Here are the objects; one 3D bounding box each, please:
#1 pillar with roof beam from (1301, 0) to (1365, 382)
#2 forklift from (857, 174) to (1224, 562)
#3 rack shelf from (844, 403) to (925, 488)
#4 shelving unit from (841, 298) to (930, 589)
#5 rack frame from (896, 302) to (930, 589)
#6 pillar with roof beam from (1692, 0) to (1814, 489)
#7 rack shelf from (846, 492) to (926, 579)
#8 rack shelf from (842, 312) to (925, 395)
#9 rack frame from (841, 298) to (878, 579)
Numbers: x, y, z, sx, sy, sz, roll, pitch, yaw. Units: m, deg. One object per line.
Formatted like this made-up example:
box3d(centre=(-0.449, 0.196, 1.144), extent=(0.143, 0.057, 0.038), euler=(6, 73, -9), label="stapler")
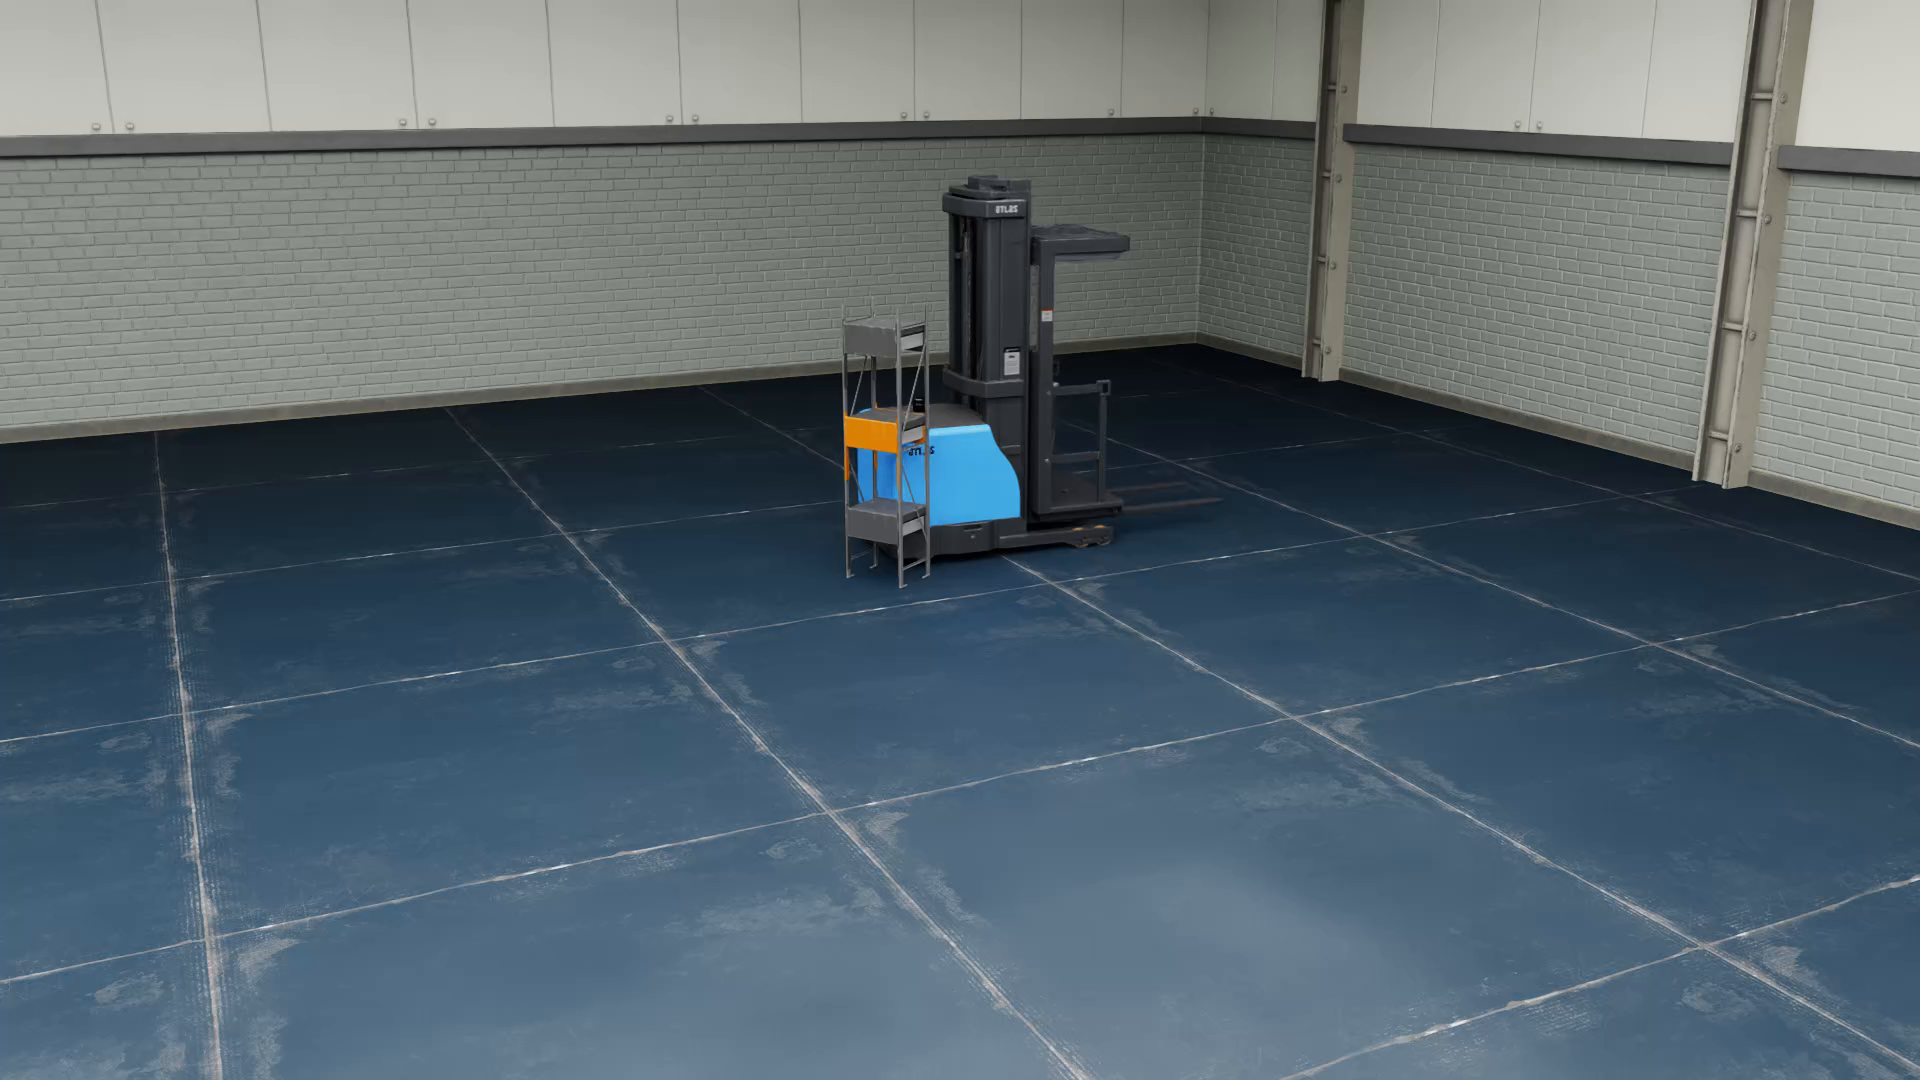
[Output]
box3d(centre=(0.648, -5.833, 17.763), extent=(9.100, 9.000, 0.400), euler=(-8, 18, -25), label="pillar with roof beam")
box3d(centre=(0.718, -1.472, 13.565), extent=(3.031, 2.935, 1.130), euler=(-6, 17, -20), label="forklift")
box3d(centre=(-0.549, -0.712, 12.476), extent=(0.480, 0.518, 0.431), euler=(10, 19, 31), label="rack shelf")
box3d(centre=(-0.549, -0.726, 12.472), extent=(0.503, 2.100, 0.431), euler=(10, 19, 31), label="shelving unit")
box3d(centre=(-0.343, -0.690, 12.347), extent=(0.015, 2.100, 0.400), euler=(10, 19, 31), label="rack frame")
box3d(centre=(3.276, -4.345, 12.578), extent=(9.100, 9.000, 0.400), euler=(-8, 18, -25), label="pillar with roof beam")
box3d(centre=(-0.549, -0.040, 12.669), extent=(0.480, 0.518, 0.431), euler=(10, 19, 31), label="rack shelf")
box3d(centre=(-0.549, -1.385, 12.283), extent=(0.480, 0.518, 0.431), euler=(10, 19, 31), label="rack shelf")
box3d(centre=(-0.756, -0.761, 12.597), extent=(0.015, 2.100, 0.400), euler=(10, 19, 31), label="rack frame")
